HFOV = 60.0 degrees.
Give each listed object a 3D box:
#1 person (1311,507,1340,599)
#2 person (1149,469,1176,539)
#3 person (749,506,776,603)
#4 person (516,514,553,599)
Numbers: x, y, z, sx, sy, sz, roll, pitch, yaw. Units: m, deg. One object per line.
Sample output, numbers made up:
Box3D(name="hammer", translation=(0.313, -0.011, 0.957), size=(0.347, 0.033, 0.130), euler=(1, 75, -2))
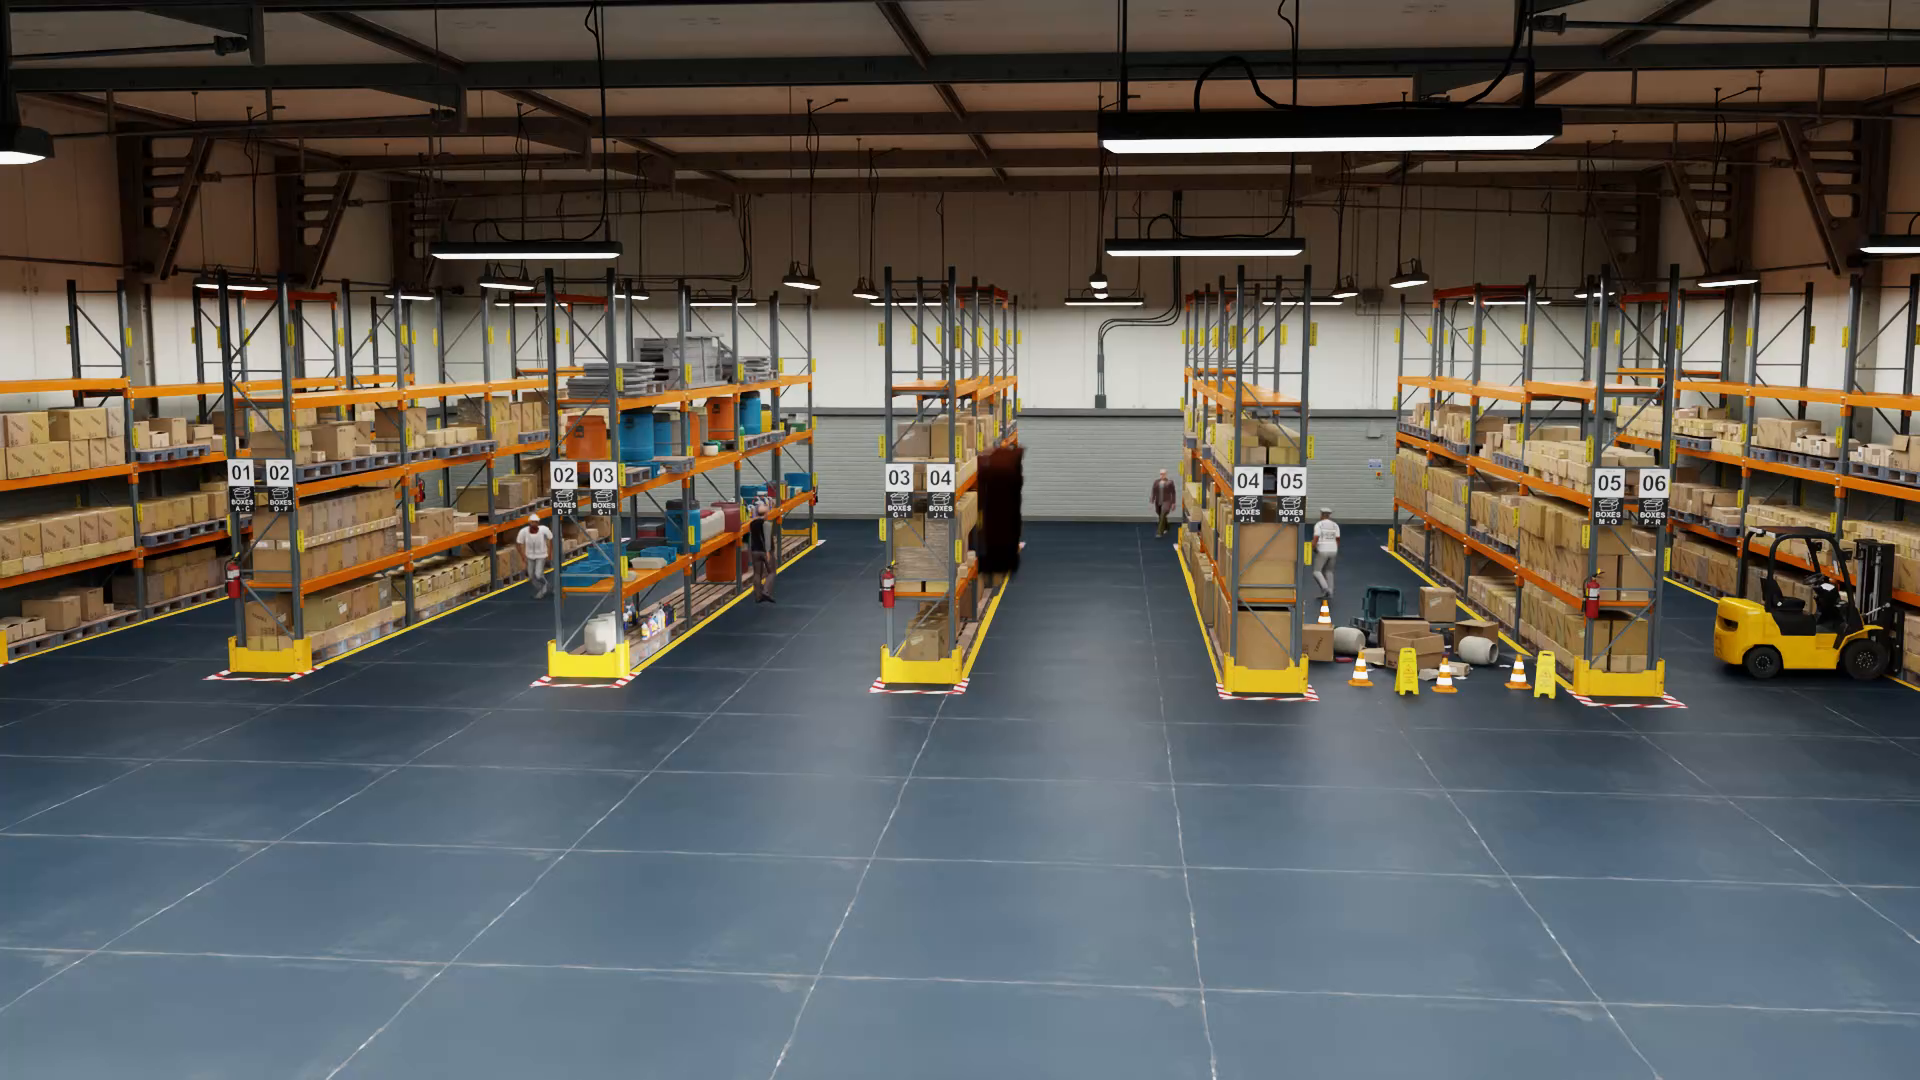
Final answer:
Box3D(name="person", translation=(7.081, 0.261, 32.079), size=(0.610, 1.741, 0.619), euler=(-2, 7, -19))
Box3D(name="person", translation=(5.083, -0.910, 41.598), size=(0.591, 1.699, 1.201), euler=(4, 8, 33))
Box3D(name="person", translation=(-3.539, 0.258, 29.624), size=(0.557, 1.726, 0.456), euler=(3, 7, 20))
Box3D(name="person", translation=(-8.117, 0.318, 31.799), size=(0.661, 1.673, 0.623), euler=(1, 7, 5))
